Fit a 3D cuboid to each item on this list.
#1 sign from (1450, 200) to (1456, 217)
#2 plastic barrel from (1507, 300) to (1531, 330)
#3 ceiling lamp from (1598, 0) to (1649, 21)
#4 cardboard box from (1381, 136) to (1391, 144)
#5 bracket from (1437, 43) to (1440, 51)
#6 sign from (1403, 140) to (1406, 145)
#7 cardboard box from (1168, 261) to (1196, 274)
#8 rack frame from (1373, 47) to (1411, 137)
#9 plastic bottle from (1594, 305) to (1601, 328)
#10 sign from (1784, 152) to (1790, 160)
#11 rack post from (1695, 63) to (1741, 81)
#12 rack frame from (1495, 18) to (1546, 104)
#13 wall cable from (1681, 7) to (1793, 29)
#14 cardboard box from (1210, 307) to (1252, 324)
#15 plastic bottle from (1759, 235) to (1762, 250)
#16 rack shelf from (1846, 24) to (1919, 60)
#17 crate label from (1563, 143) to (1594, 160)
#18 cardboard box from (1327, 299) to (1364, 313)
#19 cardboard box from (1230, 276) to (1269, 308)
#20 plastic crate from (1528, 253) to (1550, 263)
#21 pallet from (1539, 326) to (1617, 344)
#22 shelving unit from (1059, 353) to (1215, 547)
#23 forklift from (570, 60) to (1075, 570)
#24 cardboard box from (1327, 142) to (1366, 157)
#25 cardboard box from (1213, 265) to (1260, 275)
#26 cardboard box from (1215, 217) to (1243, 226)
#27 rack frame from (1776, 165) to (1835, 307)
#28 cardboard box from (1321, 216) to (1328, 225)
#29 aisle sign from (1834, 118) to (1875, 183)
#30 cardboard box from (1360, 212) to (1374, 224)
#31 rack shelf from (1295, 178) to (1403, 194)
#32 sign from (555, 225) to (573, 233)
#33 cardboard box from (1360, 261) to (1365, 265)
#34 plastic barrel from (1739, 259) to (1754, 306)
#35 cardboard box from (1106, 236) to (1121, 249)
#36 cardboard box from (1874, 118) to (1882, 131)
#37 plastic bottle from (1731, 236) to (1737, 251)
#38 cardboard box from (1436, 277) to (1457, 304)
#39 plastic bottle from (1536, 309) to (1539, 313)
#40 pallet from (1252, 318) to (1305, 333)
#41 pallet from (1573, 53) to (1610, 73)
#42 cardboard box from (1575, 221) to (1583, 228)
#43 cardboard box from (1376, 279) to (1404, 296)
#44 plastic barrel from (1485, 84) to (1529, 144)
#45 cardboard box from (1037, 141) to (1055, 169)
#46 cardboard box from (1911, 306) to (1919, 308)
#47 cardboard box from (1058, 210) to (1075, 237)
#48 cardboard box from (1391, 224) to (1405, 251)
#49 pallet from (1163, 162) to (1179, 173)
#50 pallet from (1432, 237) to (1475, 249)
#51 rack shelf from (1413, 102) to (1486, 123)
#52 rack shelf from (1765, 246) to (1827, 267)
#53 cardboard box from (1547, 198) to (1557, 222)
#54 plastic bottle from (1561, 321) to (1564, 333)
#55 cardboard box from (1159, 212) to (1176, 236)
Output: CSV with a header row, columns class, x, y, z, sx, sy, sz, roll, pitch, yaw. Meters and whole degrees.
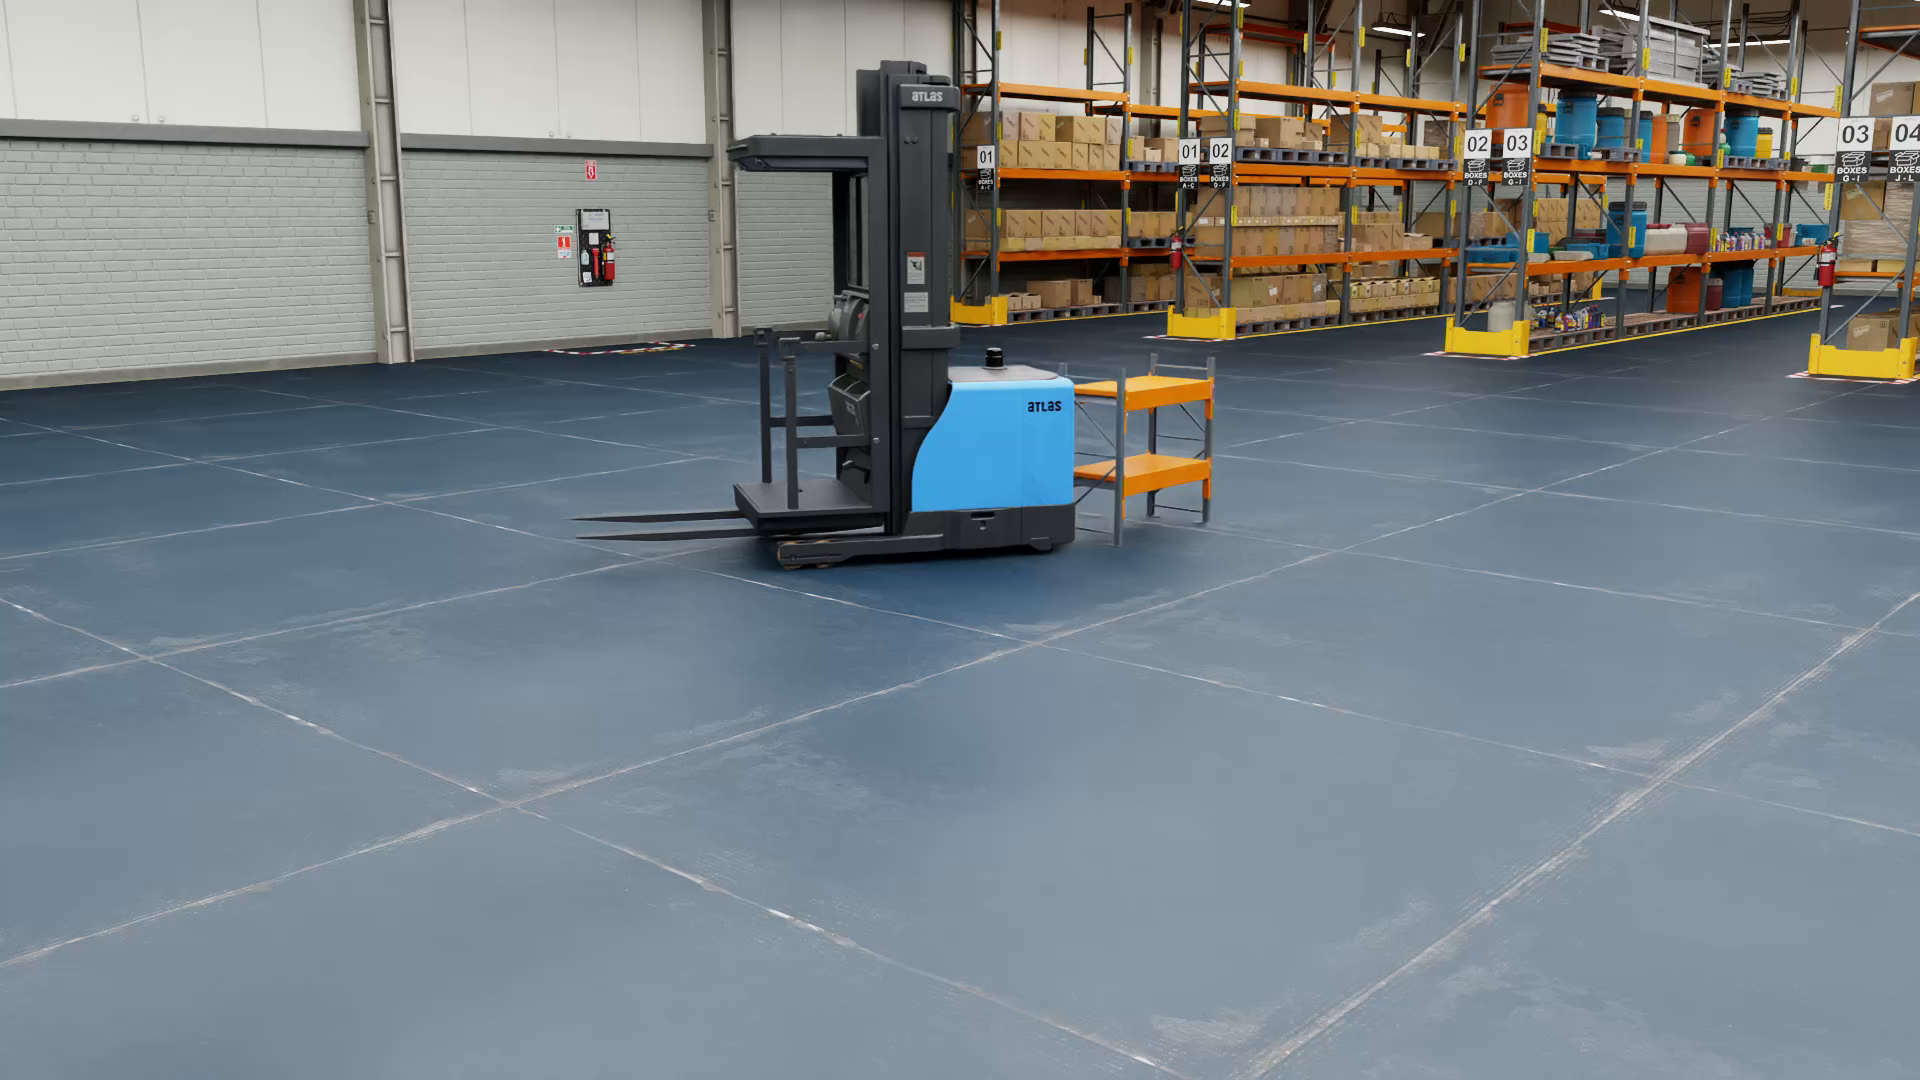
class,x,y,z,sx,sy,sz,roll,pitch,yaw
sign,9.713,-6.522,32.748,0.100,0.325,0.005,10,15,40
plastic barrel,8.439,-3.373,25.222,0.421,0.512,0.421,0,11,0
ceiling lamp,13.411,-11.945,32.639,0.800,3.185,2.000,10,15,40
cardboard box,10.234,-9.647,40.835,0.500,0.500,0.500,10,15,42
bracket,12.524,-13.073,44.000,0.235,0.232,0.430,10,15,40
sign,8.887,-7.820,33.227,0.100,0.325,0.005,10,15,40
cardboard box,4.711,-5.834,35.607,0.500,0.250,0.500,10,15,41
rack frame,10.851,-10.784,41.728,1.000,3.000,0.127,10,15,40
plastic bottle,10.163,-3.580,26.618,0.144,0.351,0.185,9,15,39
sign,16.064,-7.376,32.304,0.100,0.325,0.005,10,15,40
rack post,13.459,-8.401,29.989,0.954,0.300,0.937,10,15,40
rack frame,11.934,-9.555,35.577,1.000,3.000,0.127,10,15,40
wall cable,19.210,-14.004,41.272,3.097,2.526,0.112,10,15,40
cardboard box,4.534,-3.756,27.805,0.500,0.250,0.500,10,15,40
plastic bottle,15.517,-5.776,32.268,0.061,0.283,0.133,10,15,40
rack shelf,12.772,-6.448,21.867,1.077,0.370,4.000,10,15,40
crate label,9.215,-5.838,25.002,0.502,0.251,0.408,10,15,40
cardboard box,7.106,-4.321,30.637,0.500,0.250,0.500,9,15,39
cardboard box,4.863,-4.197,28.101,0.500,0.500,0.500,10,15,40
plastic crate,8.564,-4.168,24.593,0.298,0.136,0.250,10,15,40
pallet,9.897,-3.335,26.868,1.003,0.211,1.213,10,15,40
shelving unit,1.162,-0.615,10.919,0.538,1.125,1.048,10,15,40
forklift,-0.860,-1.375,10.113,3.031,2.935,1.130,-3,12,-15
cardboard box,7.067,-7.129,30.399,0.500,0.250,0.500,-10,15,-42
cardboard box,6.154,-5.908,37.049,0.750,0.750,0.750,10,15,40
cardboard box,4.434,-5.245,27.402,0.380,0.149,0.250,10,15,40
rack frame,18.293,-6.561,35.902,1.000,3.000,0.127,10,15,40
cardboard box,6.299,-5.661,29.484,0.380,0.149,0.250,9,15,39
aisle sign,11.185,-4.871,20.804,0.394,0.787,0.004,10,15,40
cardboard box,9.540,-7.693,40.805,0.980,0.700,0.700,9,14,38
rack shelf,9.531,-8.666,40.619,1.077,0.370,4.000,10,15,40
sign,-5.952,-4.670,24.991,0.001,0.109,0.331,10,15,40
cardboard box,9.897,-6.957,41.539,0.380,0.149,0.250,10,15,41
plastic barrel,15.281,-5.072,32.730,0.600,0.901,0.708,10,15,40
cardboard box,2.845,-5.904,32.944,0.500,0.250,0.500,10,15,40
cardboard box,11.401,-5.241,20.999,0.380,0.149,0.250,10,15,40
plastic bottle,14.456,-5.549,31.153,0.152,0.276,0.135,10,15,40
cardboard box,9.809,-5.045,33.571,0.500,0.500,0.500,11,15,43
plastic bottle,9.262,-3.567,26.726,0.061,0.283,0.133,11,15,43
pallet,5.292,-3.777,29.084,1.003,0.211,1.213,10,15,40
pallet,9.043,-7.144,25.005,1.003,0.211,1.213,10,15,40
cardboard box,13.810,-7.001,37.847,0.500,0.500,0.500,10,15,41
cardboard box,8.127,-4.824,31.722,0.500,0.311,0.500,10,15,42
plastic barrel,7.957,-6.182,24.180,0.600,0.830,0.708,10,15,40
cardboard box,1.419,-7.186,31.066,0.500,0.500,0.500,11,16,43
cardboard box,13.798,-3.082,23.792,0.500,0.500,0.500,9,15,39
cardboard box,1.842,-6.047,31.748,0.500,0.500,0.500,10,15,42
cardboard box,8.198,-5.825,31.962,0.500,0.500,0.500,9,14,37
pallet,4.100,-7.685,34.352,1.213,0.211,1.003,10,15,40
pallet,9.688,-6.040,33.782,1.213,0.211,1.003,10,15,40
rack shelf,10.614,-8.712,34.214,1.077,0.370,4.000,10,15,40
rack shelf,16.973,-5.914,34.499,1.077,0.370,4.000,10,15,40
cardboard box,12.797,-7.262,36.603,0.500,0.500,0.500,9,15,39
plastic bottle,9.230,-3.292,25.557,0.097,0.201,0.097,0,11,0
cardboard box,4.077,-6.594,34.688,0.500,0.500,0.700,-10,15,-40
